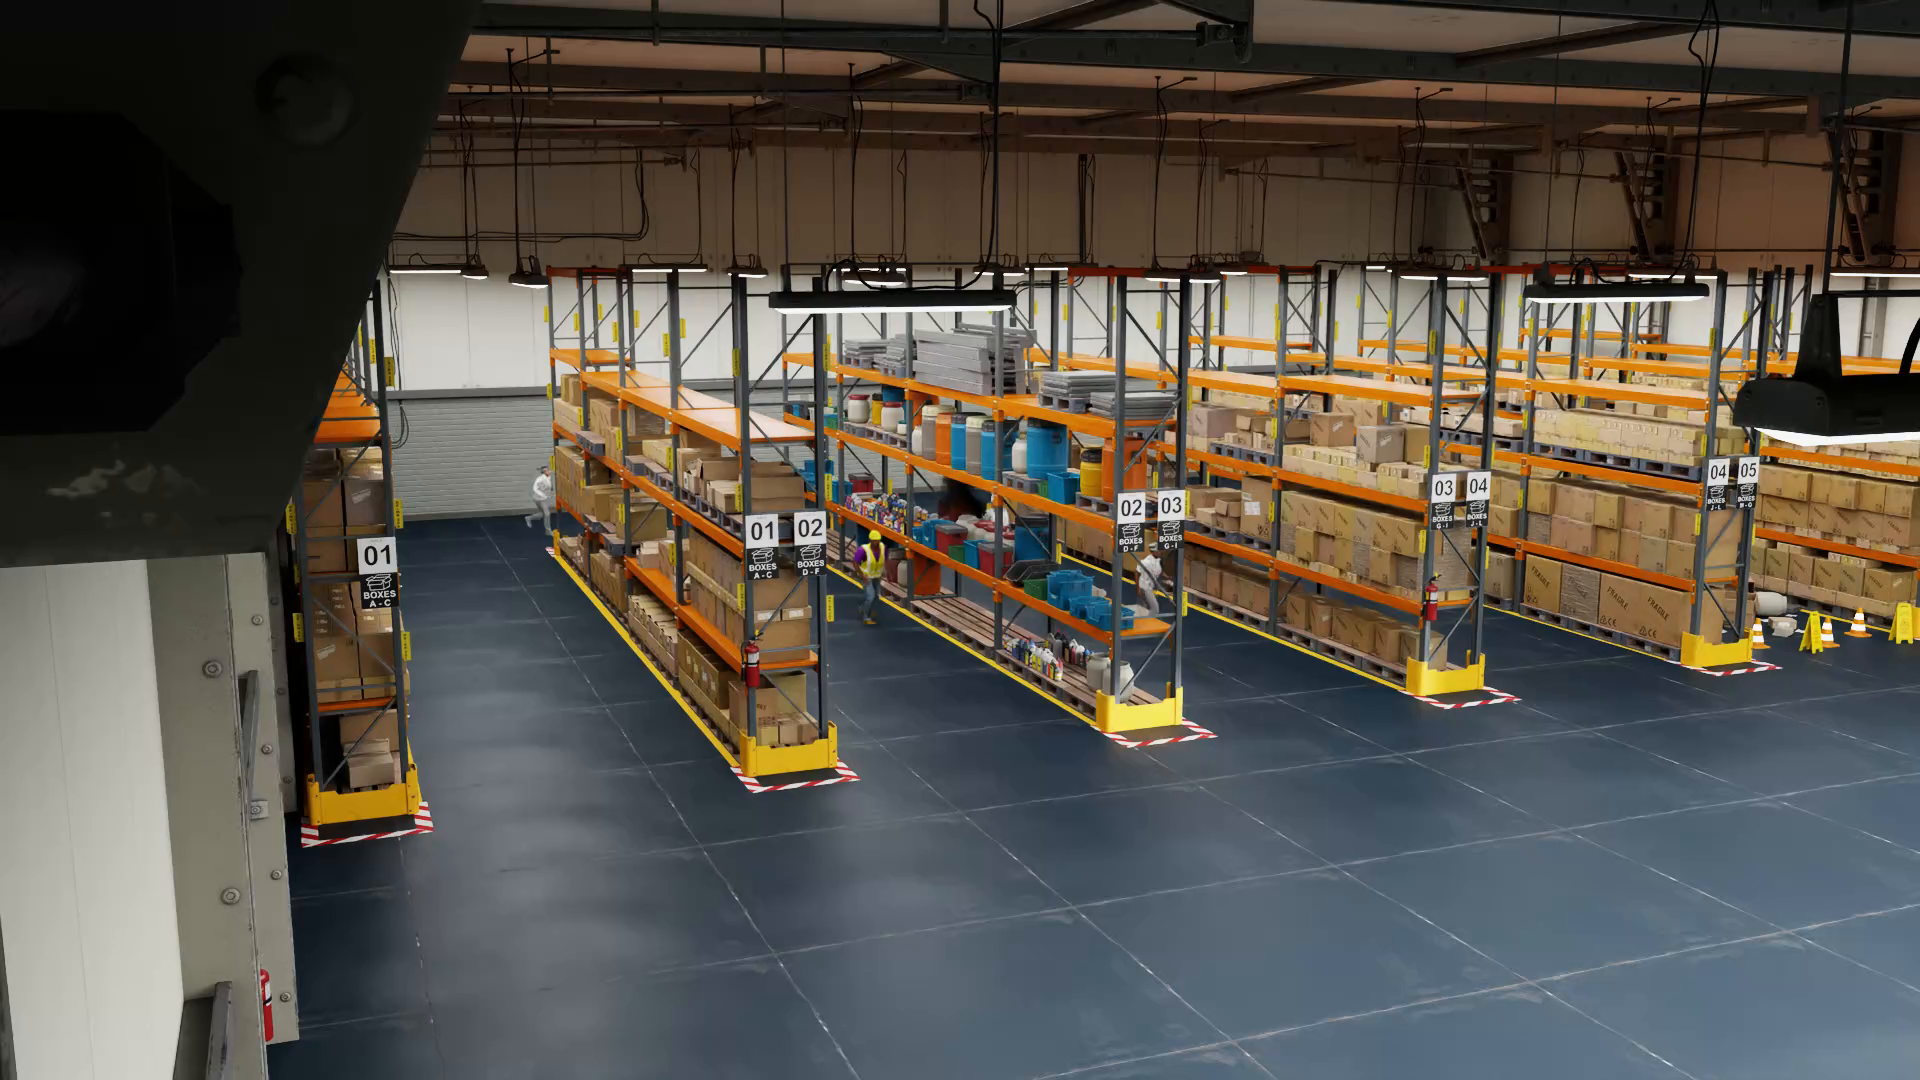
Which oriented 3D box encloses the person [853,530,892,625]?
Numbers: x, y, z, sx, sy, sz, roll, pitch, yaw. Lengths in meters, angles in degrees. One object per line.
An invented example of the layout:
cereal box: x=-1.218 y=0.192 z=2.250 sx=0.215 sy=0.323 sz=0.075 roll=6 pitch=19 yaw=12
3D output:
person: x=-1.551 y=0.619 z=28.302 sx=0.679 sy=1.670 sz=0.873 roll=-8 pitch=13 yaw=-39

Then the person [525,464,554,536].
person: x=-9.414 y=-0.892 z=37.116 sx=0.761 sy=1.644 sz=0.616 roll=3 pitch=10 yaw=16

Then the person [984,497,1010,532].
person: x=0.745 y=-0.042 z=31.931 sx=0.650 sy=1.720 sz=0.607 roll=-6 pitch=11 yaw=-30

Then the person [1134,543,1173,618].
person: x=3.168 y=0.828 z=27.561 sx=0.796 sy=1.628 sz=0.624 roll=4 pitch=11 yaw=24
